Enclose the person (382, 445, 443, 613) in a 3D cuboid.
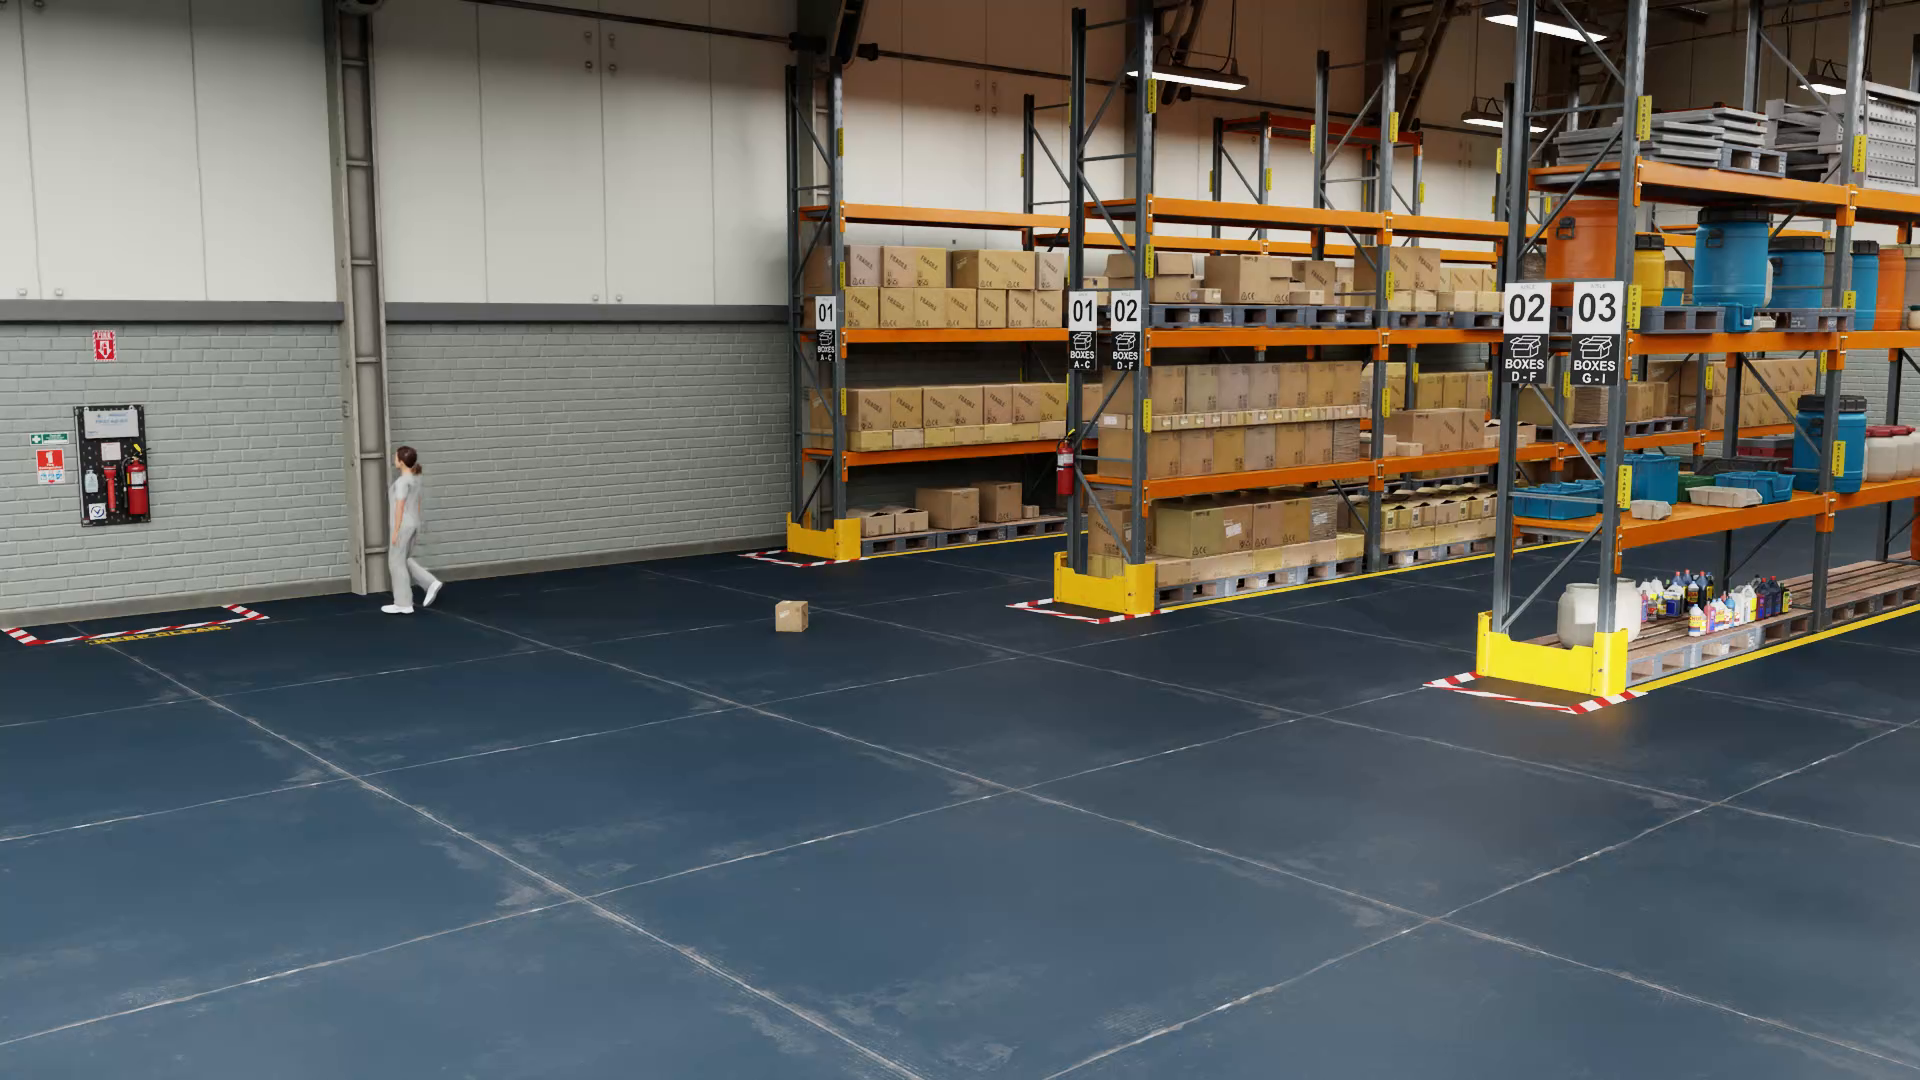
[{"bbox_3d":[-5.452,-0.105,16.442,0.573,1.661,0.444,1,8,5],"label":"person"}]
